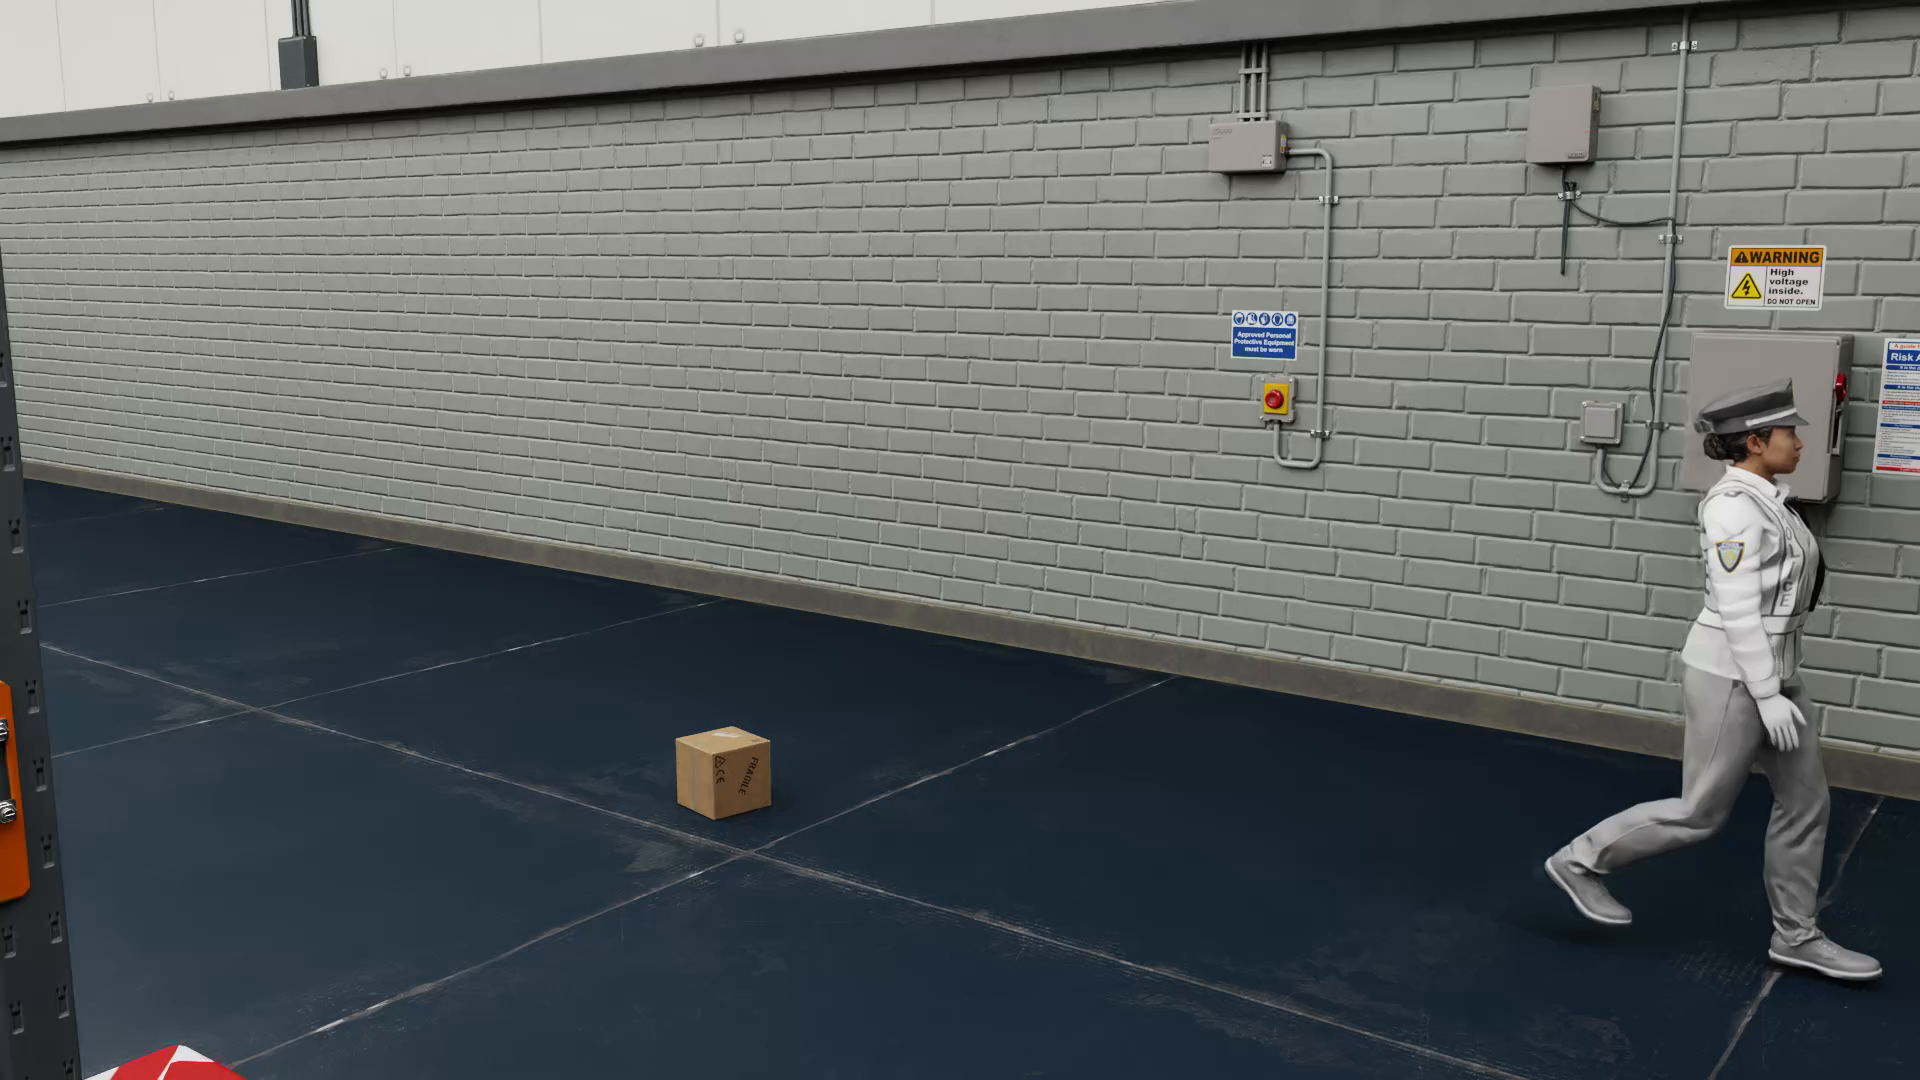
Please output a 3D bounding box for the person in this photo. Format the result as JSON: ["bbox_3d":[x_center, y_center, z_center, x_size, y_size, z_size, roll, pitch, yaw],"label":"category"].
[{"bbox_3d":[2.150,0.369,4.653,0.879,1.653,0.478,8,12,37],"label":"person"}]
